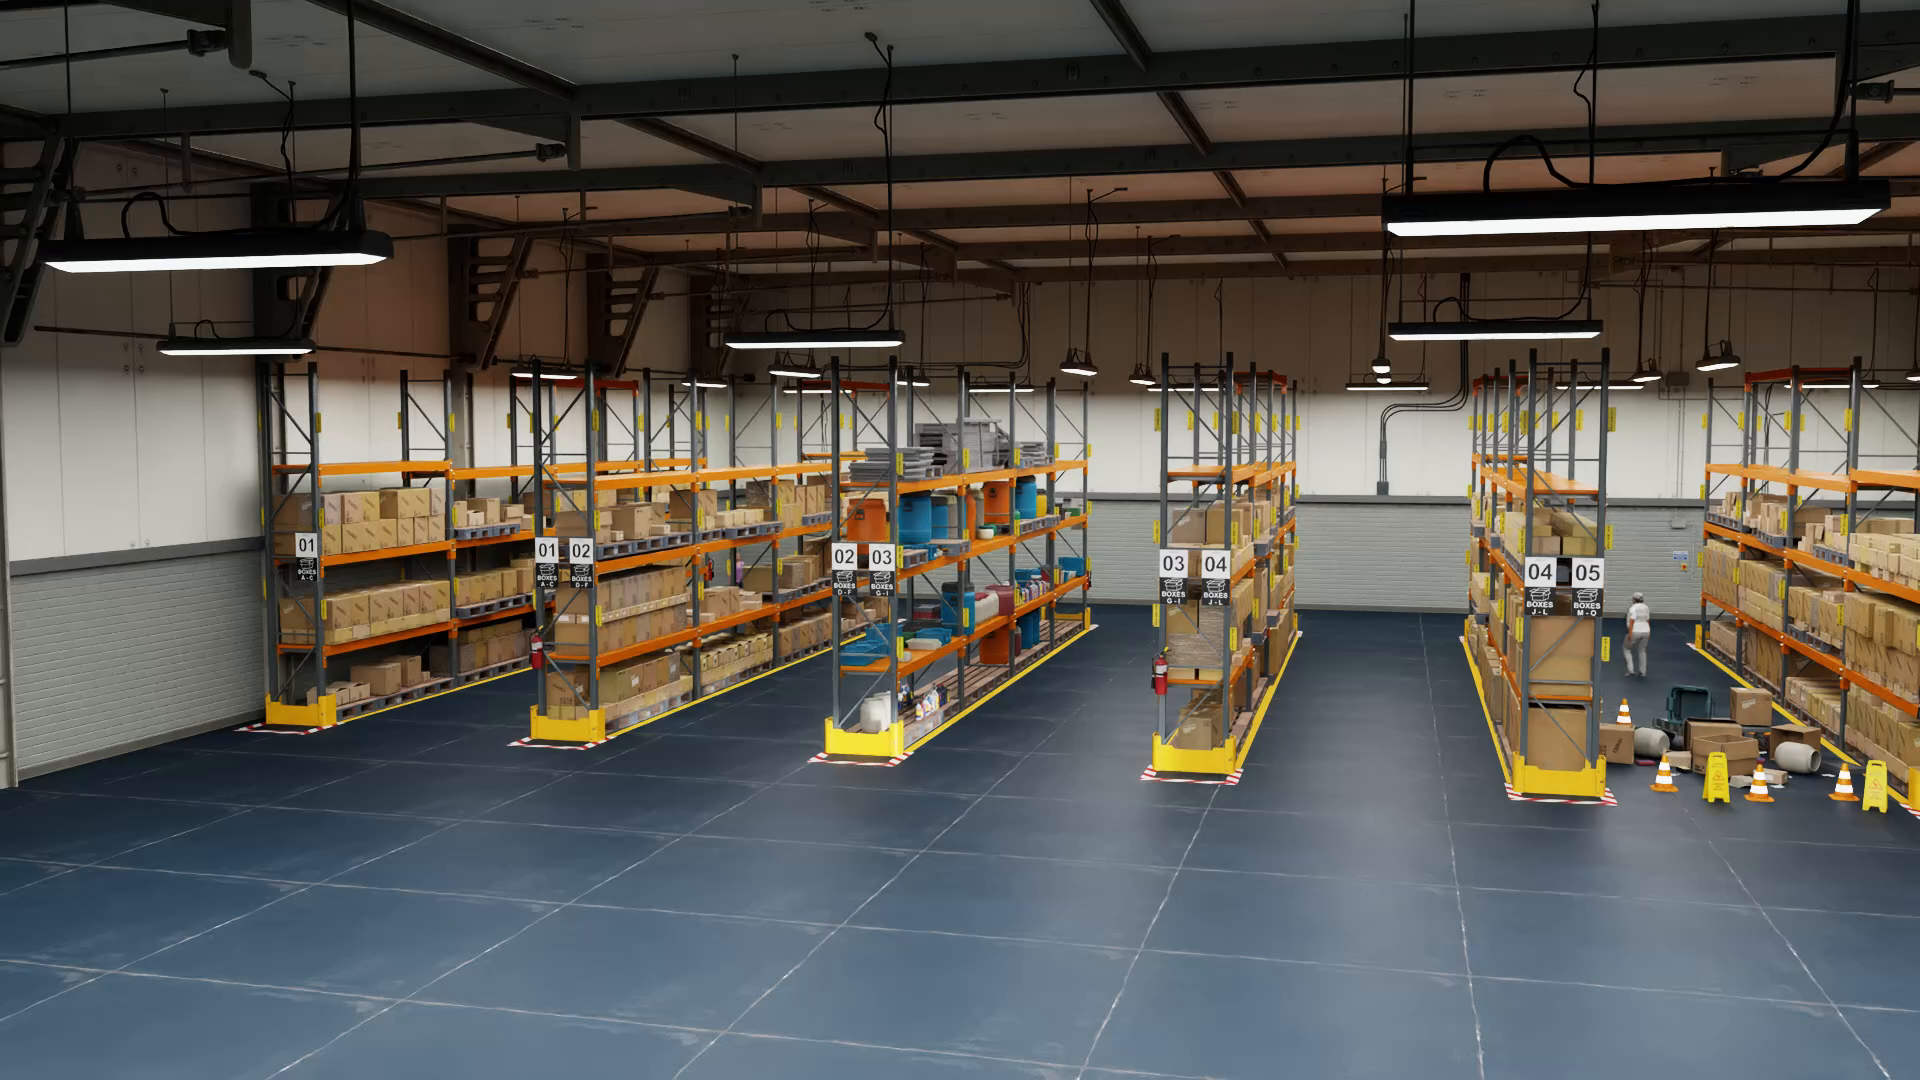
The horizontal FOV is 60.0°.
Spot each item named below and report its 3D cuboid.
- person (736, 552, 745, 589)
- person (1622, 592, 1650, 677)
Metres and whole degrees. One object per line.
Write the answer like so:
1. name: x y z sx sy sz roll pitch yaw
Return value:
1. person: -5.847 1.105 43.847 0.409 1.586 0.441 -2 5 -27
2. person: 13.373 1.889 32.847 0.522 1.713 0.428 -1 4 -17
